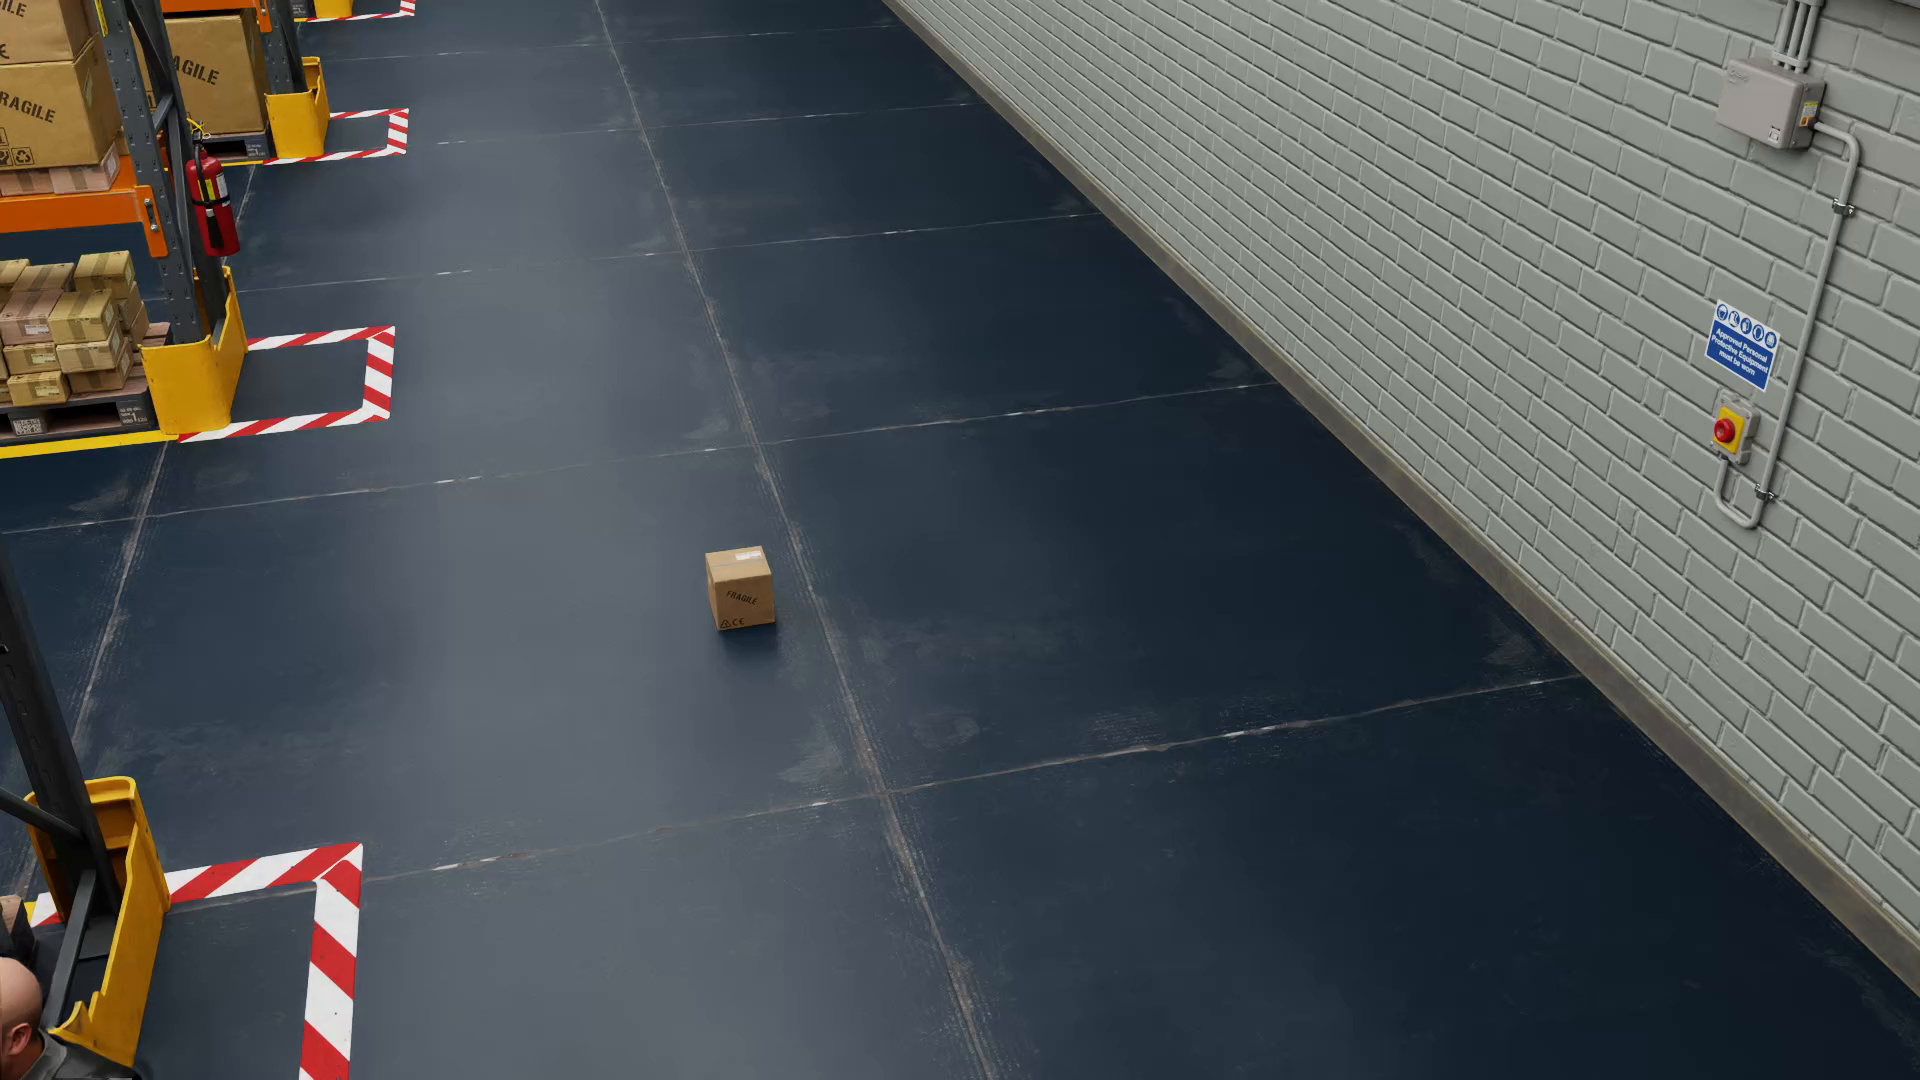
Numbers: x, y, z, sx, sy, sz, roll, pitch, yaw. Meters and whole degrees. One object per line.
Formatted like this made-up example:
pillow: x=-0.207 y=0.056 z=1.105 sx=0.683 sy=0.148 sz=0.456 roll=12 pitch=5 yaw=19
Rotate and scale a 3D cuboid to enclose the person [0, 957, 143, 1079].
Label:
person: x=-1.853 y=1.568 z=3.416 sx=0.550 sy=1.669 sz=0.969 roll=9 pitch=31 yaw=15
